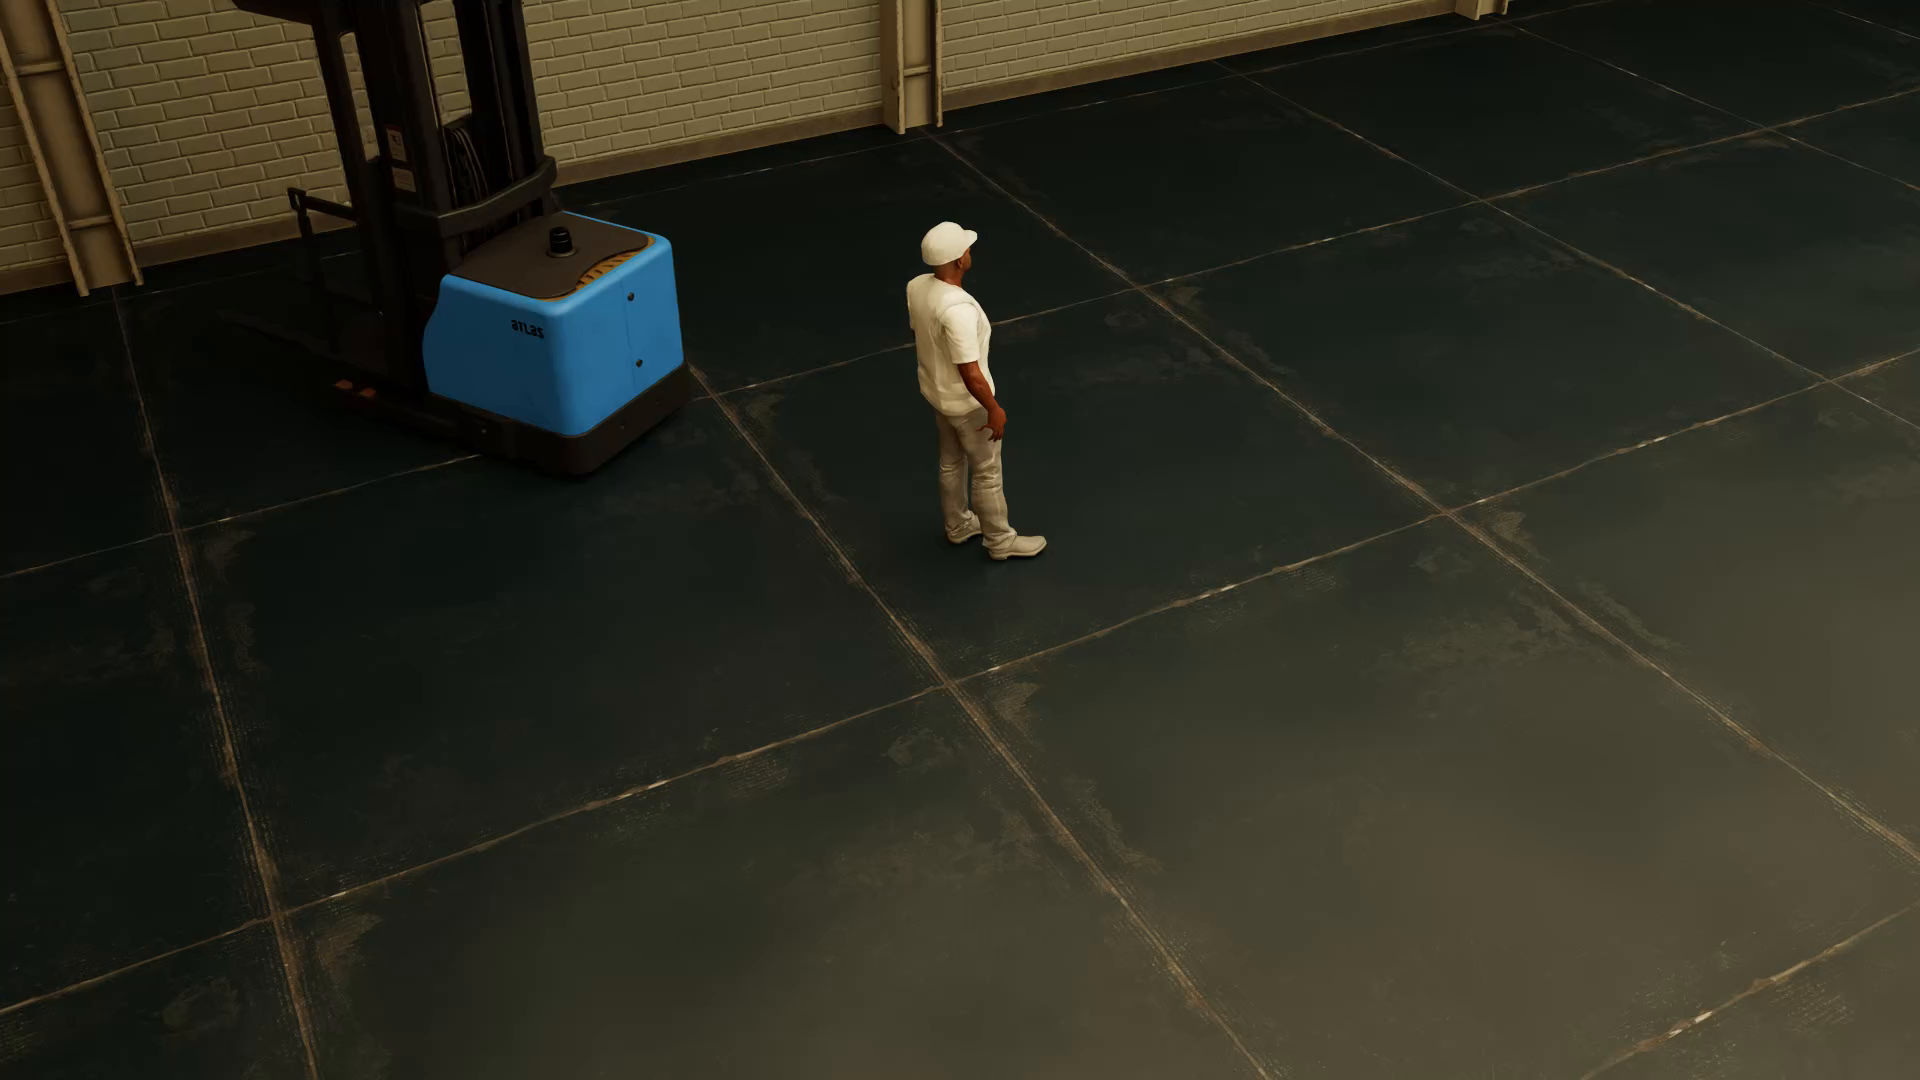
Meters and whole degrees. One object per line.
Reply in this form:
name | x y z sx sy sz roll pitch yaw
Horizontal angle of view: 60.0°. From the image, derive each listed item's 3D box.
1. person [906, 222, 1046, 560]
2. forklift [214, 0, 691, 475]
person | 0.064 -0.743 8.172 0.575 1.768 0.666 -17 39 -23
forklift | -3.117 -2.157 9.175 3.031 2.935 1.130 18 39 23
